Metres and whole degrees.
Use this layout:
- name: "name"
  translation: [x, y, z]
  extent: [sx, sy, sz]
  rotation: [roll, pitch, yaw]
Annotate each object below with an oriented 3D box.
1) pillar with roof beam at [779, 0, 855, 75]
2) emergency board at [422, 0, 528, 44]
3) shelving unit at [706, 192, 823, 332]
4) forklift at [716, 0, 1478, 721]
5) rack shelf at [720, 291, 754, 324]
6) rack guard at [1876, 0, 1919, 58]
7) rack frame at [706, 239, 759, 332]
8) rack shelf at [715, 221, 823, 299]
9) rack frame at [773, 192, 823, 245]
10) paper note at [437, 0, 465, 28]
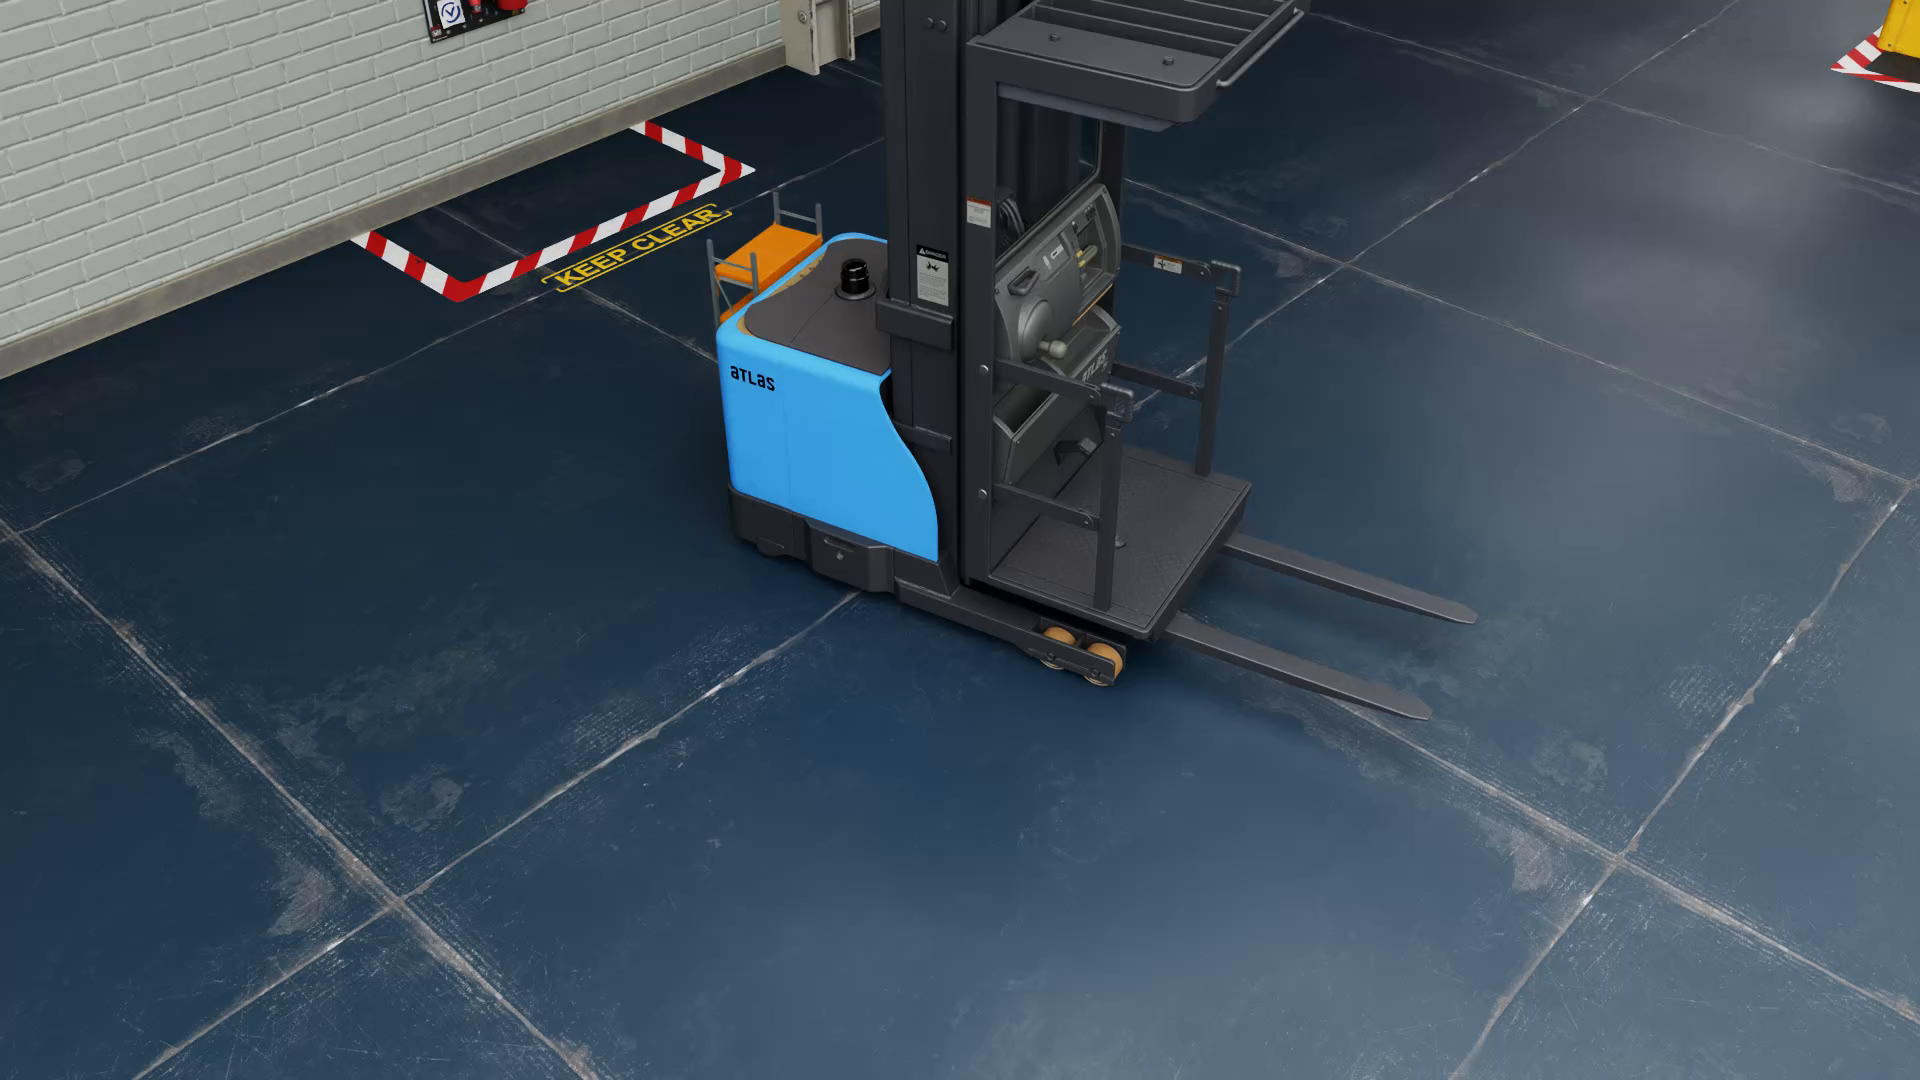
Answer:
- name: "pillar with roof beam"
  translation: [2.217, -4.991, 6.297]
  extent: [9.100, 9.000, 0.400]
  rotation: [30, 47, 32]
- name: "emergency board"
  translation: [-2.656, -3.332, 9.030]
  extent: [0.194, 1.169, 0.643]
  rotation: [30, 47, 32]
- name: "shelving unit"
  translation: [-0.823, -0.870, 7.380]
  extent: [0.258, 1.200, 0.503]
  rotation: [19, 42, 22]
- name: "forklift"
  translation: [0.551, -0.956, 6.097]
  extent: [3.031, 2.935, 1.130]
  rotation: [19, 42, 22]
- name: "rack shelf"
  translation: [-0.823, -0.992, 7.282]
  extent: [0.258, 0.148, 0.480]
  rotation: [19, 42, 22]
- name: "rack guard"
  translation: [6.896, -3.455, 11.193]
  extent: [1.175, 0.500, 0.348]
  rotation: [30, 47, 32]
- name: "rack frame"
  translation: [-0.942, -0.737, 7.213]
  extent: [0.240, 1.200, 0.015]
  rotation: [19, 42, 22]
- name: "rack shelf"
  translation: [-0.823, -1.177, 7.135]
  extent: [0.258, 0.148, 0.480]
  rotation: [19, 42, 22]
- name: "rack frame"
  translation: [-0.705, -1.002, 7.547]
  extent: [0.240, 1.200, 0.015]
  rotation: [19, 42, 22]
- name: "paper note"
  translation: [-2.826, -2.934, 9.238]
  extent: [0.016, 0.148, 0.142]
  rotation: [30, 47, 32]
